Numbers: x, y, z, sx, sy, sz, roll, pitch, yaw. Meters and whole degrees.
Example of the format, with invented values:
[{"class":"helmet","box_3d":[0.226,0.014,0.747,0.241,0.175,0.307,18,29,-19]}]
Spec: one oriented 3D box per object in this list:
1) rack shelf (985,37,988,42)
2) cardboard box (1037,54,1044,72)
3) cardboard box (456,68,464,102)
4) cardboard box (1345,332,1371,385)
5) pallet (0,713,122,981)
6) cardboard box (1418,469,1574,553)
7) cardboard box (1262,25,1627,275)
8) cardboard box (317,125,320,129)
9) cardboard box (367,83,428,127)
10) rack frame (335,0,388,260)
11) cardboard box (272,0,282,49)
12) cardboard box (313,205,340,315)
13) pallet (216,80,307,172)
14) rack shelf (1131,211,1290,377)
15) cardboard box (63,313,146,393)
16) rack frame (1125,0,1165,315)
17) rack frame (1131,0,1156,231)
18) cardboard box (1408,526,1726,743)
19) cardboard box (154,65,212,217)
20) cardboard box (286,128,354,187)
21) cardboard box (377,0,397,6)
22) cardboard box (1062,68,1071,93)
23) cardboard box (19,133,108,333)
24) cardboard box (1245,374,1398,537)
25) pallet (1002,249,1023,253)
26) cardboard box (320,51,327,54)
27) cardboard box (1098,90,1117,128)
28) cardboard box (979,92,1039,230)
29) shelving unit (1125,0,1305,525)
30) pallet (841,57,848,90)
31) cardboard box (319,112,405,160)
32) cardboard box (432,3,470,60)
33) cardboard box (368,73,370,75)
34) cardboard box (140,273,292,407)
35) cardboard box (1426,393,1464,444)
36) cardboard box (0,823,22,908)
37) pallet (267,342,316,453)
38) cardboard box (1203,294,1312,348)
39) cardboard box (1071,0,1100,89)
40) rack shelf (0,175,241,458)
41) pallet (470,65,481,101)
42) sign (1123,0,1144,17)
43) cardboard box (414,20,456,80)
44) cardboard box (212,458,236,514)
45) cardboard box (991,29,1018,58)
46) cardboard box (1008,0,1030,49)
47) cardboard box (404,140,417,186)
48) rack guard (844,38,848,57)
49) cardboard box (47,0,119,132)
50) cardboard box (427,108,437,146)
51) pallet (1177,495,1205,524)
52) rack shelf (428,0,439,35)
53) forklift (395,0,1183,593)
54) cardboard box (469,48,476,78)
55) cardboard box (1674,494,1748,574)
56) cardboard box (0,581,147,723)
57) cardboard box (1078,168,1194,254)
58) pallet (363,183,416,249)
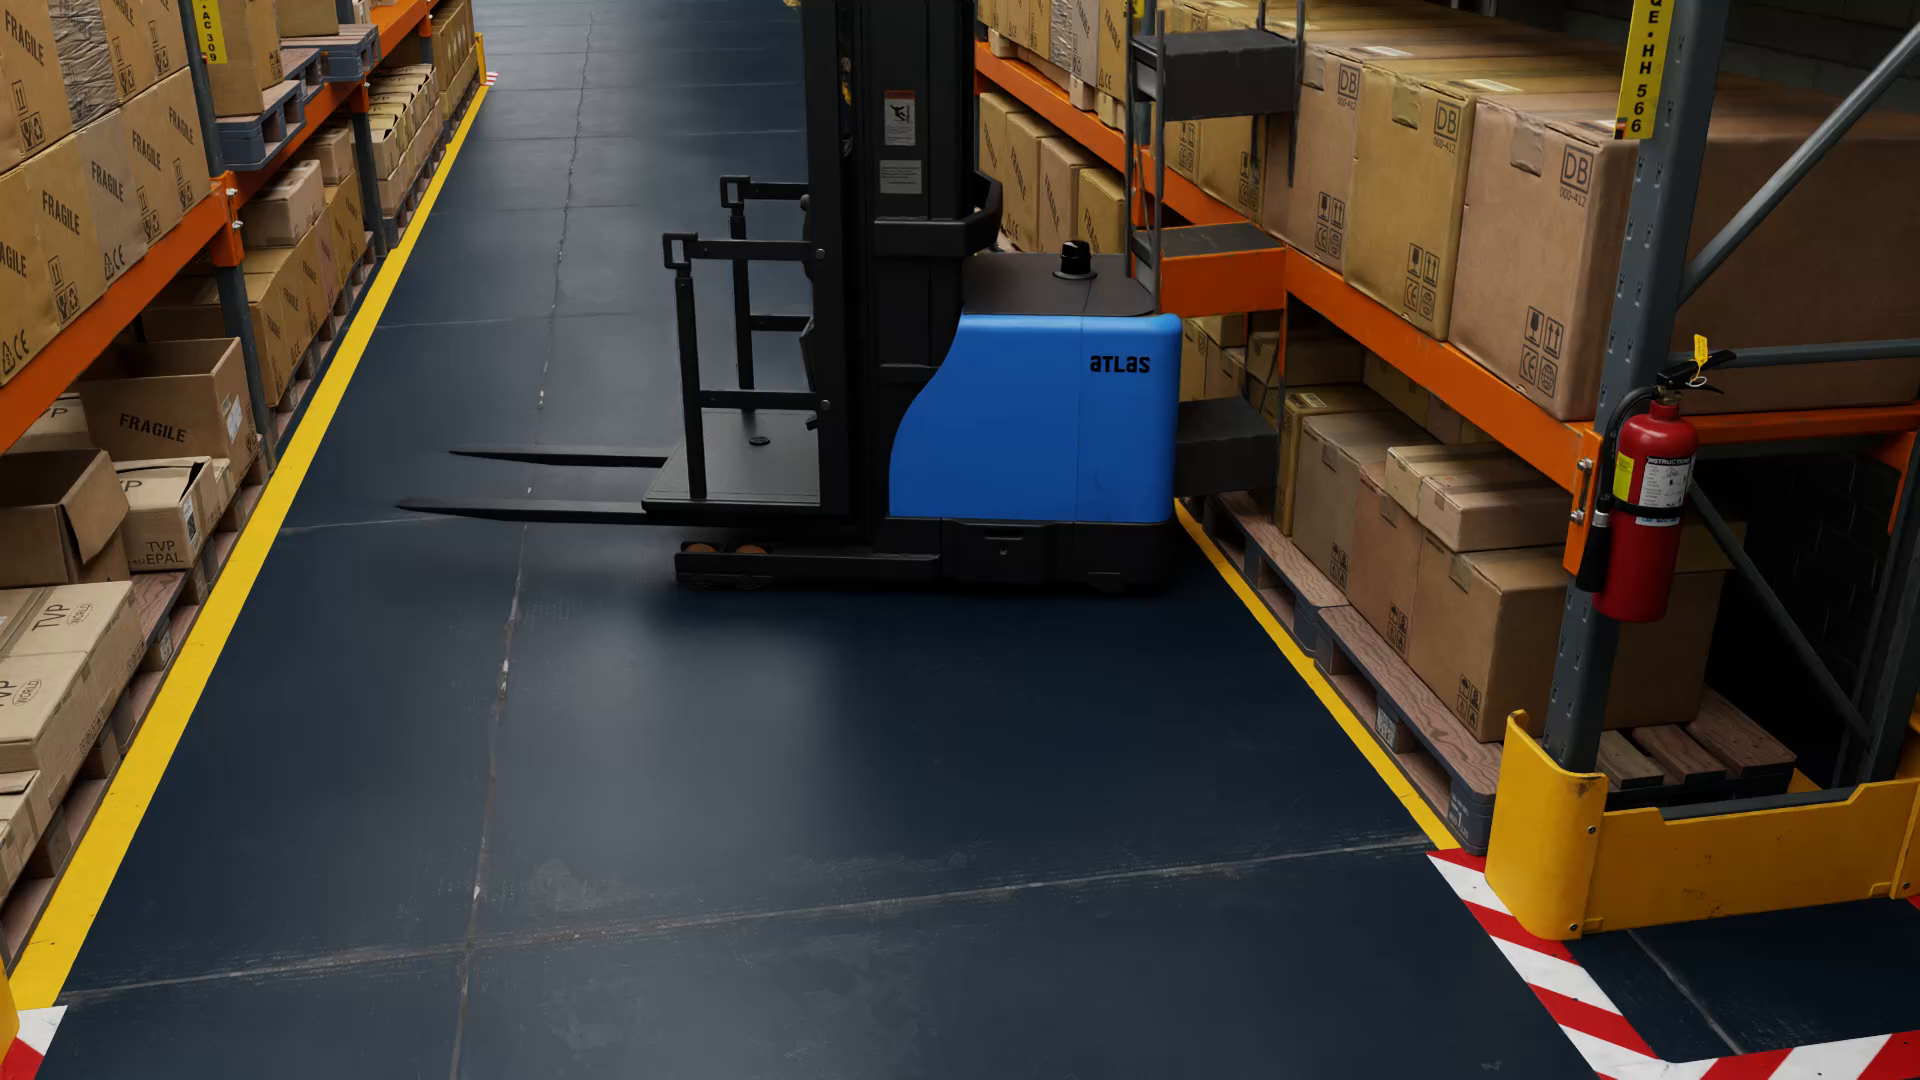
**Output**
[{"class":"rack shelf","box_3d":[0.194,-4.045,13.163,1.077,0.370,4.000,-4,24,-10]},{"class":"cardboard box","box_3d":[0.662,-2.832,9.774,0.380,0.149,0.250,-4,24,-9]},{"class":"cardboard box","box_3d":[-5.006,-4.325,15.815,0.500,0.250,0.500,-4,24,-10]},{"class":"cardboard box","box_3d":[1.704,-0.719,6.436,0.380,0.149,0.250,-4,24,-9]},{"class":"pallet","box_3d":[-2.987,0.861,4.515,1.003,0.211,1.213,-4,24,-10]},{"class":"cardboard box","box_3d":[1.613,-0.091,4.998,0.380,0.149,0.250,-5,24,-10]},{"class":"cardboard box","box_3d":[1.662,-1.365,5.752,0.980,0.700,0.700,-5,24,-12]},{"class":"cardboard box","box_3d":[-4.745,-2.801,11.626,0.500,0.311,0.500,-5,24,-11]},{"class":"cardboard box","box_3d":[-4.494,-3.444,13.098,0.500,0.311,0.500,-4,24,-10]},{"class":"rack frame","box_3d":[-4.304,-3.220,10.375,1.000,3.000,0.127,-4,24,-10]},{"class":"cardboard box","box_3d":[-4.095,-2.845,8.867,0.700,0.500,0.500,0,24,0]},{"class":"cardboard box","box_3d":[-3.702,-1.516,9.047,0.500,0.500,0.500,-5,24,-12]},{"class":"pallet","box_3d":[-3.605,-1.881,7.549,1.003,0.211,1.213,-4,24,-10]},{"class":"rack shelf","box_3d":[0.905,-0.890,6.134,0.480,0.518,0.431,-7,26,-9]},{"class":"cardboard box","box_3d":[-3.937,-0.876,7.581,0.500,0.500,0.500,-4,24,-10]},{"class":"rack frame","box_3d":[0.665,-0.874,6.090,0.015,2.100,0.400,-7,26,-9]},{"class":"rack frame","box_3d":[1.303,-2.015,7.616,1.000,3.000,0.127,-4,24,-10]},{"class":"cardboard box","box_3d":[1.815,0.244,5.043,0.700,0.500,0.500,-4,24,-10]},{"class":"cardboard box","box_3d":[-3.219,-1.515,6.346,0.500,0.500,0.500,-4,24,-9]},{"class":"cardboard box","box_3d":[-3.886,-2.248,9.785,0.500,0.250,0.500,-3,24,-8]},{"class":"cardboard box","box_3d":[-4.700,-4.400,13.244,0.396,0.266,0.258,-5,24,-11]},{"class":"cardboard box","box_3d":[0.771,-2.524,9.070,0.380,0.149,0.250,-5,24,-11]},{"class":"cardboard box","box_3d":[-2.929,-0.910,4.961,0.500,0.500,0.500,-4,24,-9]},{"class":"cardboard box","box_3d":[1.523,-0.360,6.425,0.700,0.500,0.500,-4,24,-9]},{"class":"pallet","box_3d":[0.858,-1.516,9.957,1.003,0.211,1.213,-4,24,-10]},{"class":"cardboard box","box_3d":[-4.328,-3.326,10.728,0.500,0.311,0.500,-3,24,-6]},{"class":"cardboard box","box_3d":[0.893,-2.118,8.142,0.380,0.149,0.250,-4,24,-9]},{"class":"cardboard box","box_3d":[0.571,-2.497,10.880,0.750,0.750,0.750,-5,24,-10]},{"class":"shelving unit","box_3d":[0.904,-0.902,6.128,0.503,2.100,0.431,-7,26,-9]},{"class":"pallet","box_3d":[-0.786,-5.105,18.175,1.003,0.211,1.213,-4,24,-10]},{"class":"cardboard box","box_3d":[-4.217,-2.843,11.722,0.500,0.311,0.500,-5,24,-11]},{"class":"cardboard box","box_3d":[-5.192,-5.062,16.566,0.500,0.500,0.500,-4,24,-10]},{"class":"cardboard box","box_3d":[-5.212,-3.802,13.917,0.500,0.311,0.500,-4,24,-10]},{"class":"cardboard box","box_3d":[-3.414,-0.911,7.662,0.500,0.500,0.500,-5,24,-12]},{"class":"cardboard box","box_3d":[1.847,-0.417,5.745,0.380,0.149,0.250,-4,24,-9]},{"class":"cardboard box","box_3d":[-2.564,0.841,4.088,0.380,0.149,0.250,-4,24,-10]},{"class":"pallet","box_3d":[-3.752,-0.686,8.057,1.003,0.211,1.213,-4,24,-10]},{"class":"cardboard box","box_3d":[1.225,-0.909,6.872,0.380,0.149,0.250,-4,24,-8]},{"class":"cardboard box","box_3d":[0.866,-2.569,8.363,0.500,0.500,0.500,-4,24,-9]},{"class":"rack shelf","box_3d":[-3.194,-0.530,5.116,1.077,0.370,4.000,-4,24,-10]},{"class":"pallet","box_3d":[-5.600,-4.791,17.456,1.003,0.211,1.213,-4,24,-10]},{"class":"sign","box_3d":[0.772,-2.465,7.299,0.100,0.325,0.005,-4,24,-10]},{"class":"cardboard box","box_3d":[-4.922,-4.471,15.213,0.500,0.500,0.500,-4,24,-10]},{"class":"cardboard box","box_3d":[-3.052,-0.196,6.463,0.380,0.149,0.250,-4,24,-10]},{"class":"cardboard box","box_3d":[0.401,-3.125,10.446,0.380,0.149,0.250,-4,24,-8]},{"class":"cardboard box","box_3d":[0.581,-3.168,9.733,0.500,0.500,0.500,-4,24,-10]},{"class":"cardboard box","box_3d":[-4.308,-2.782,12.283,0.500,0.250,0.500,-5,24,-11]},{"class":"rack guard","box_3d":[-0.901,-5.559,18.855,1.175,0.500,0.348,-4,24,-10]},{"class":"cardboard box","box_3d":[-3.026,-1.571,5.226,0.500,0.500,0.500,-4,24,-9]},{"class":"cardboard box","box_3d":[-4.590,-3.385,13.664,0.500,0.250,0.500,-5,24,-11]},{"class":"pallet","box_3d":[1.367,-0.432,7.476,1.003,0.211,1.213,-4,24,-10]},{"class":"rack shelf","box_3d":[-5.413,-5.250,15.923,1.077,0.370,4.000,-4,24,-10]},{"class":"forklift","box_3d":[-0.678,-1.362,6.207,3.031,2.935,1.130,2,24,4]},{"class":"cardboard box","box_3d":[-5.289,-4.914,17.165,0.500,0.250,0.500,-4,24,-10]},{"class":"cardboard box","box_3d":[2.035,-0.019,4.834,0.380,0.149,0.250,-4,24,-9]},{"class":"cardboard box","box_3d":[-2.831,0.357,5.071,0.500,0.250,0.500,-4,24,-10]},{"class":"cardboard box","box_3d":[1.056,-1.468,8.525,0.750,0.750,0.750,-4,24,-9]},{"class":"pallet","box_3d":[-4.418,-2.269,11.681,1.003,0.211,1.213,-4,24,-10]}]
